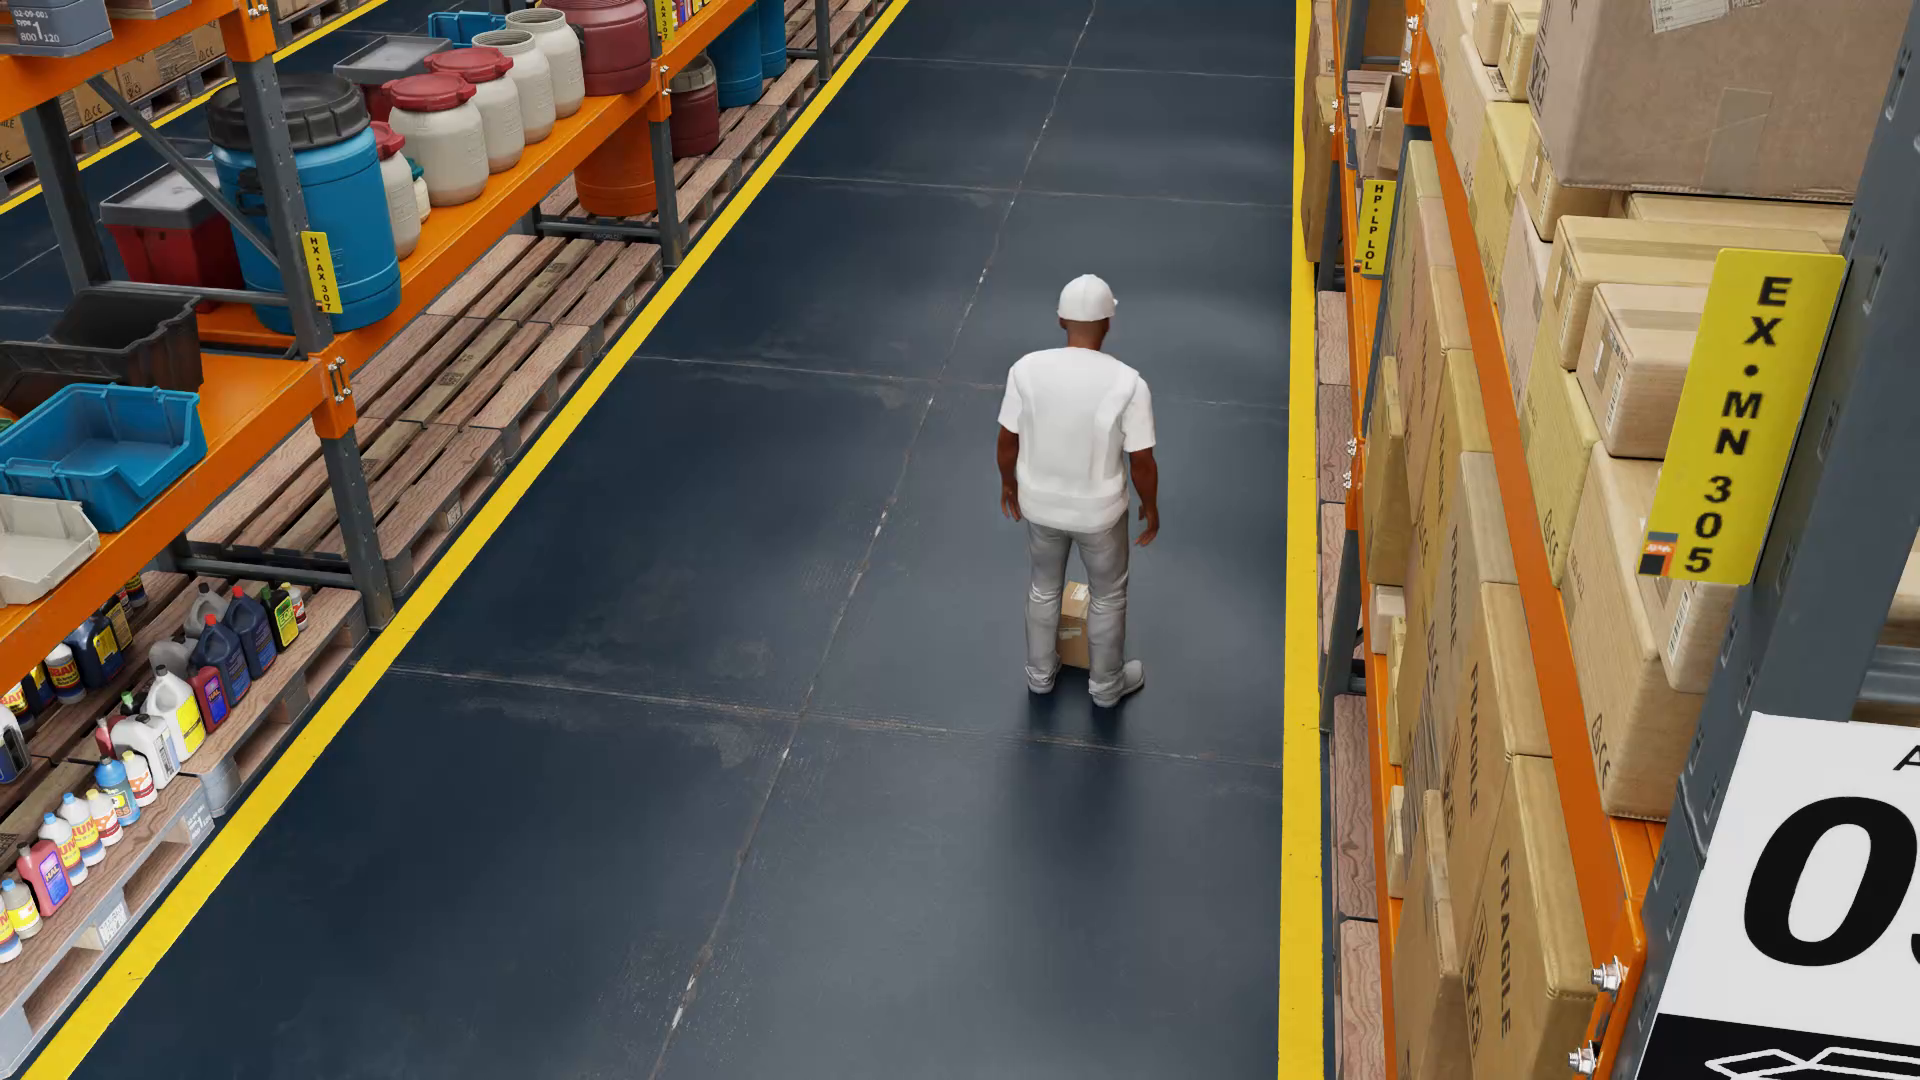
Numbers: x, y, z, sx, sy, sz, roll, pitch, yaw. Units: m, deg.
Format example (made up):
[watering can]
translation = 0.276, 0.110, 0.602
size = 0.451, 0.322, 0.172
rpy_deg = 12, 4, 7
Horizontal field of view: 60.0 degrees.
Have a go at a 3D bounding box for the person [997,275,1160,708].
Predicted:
[person]
translation = 0.456, -0.165, 6.381
size = 0.636, 1.760, 0.462
rpy_deg = 12, 34, 19
